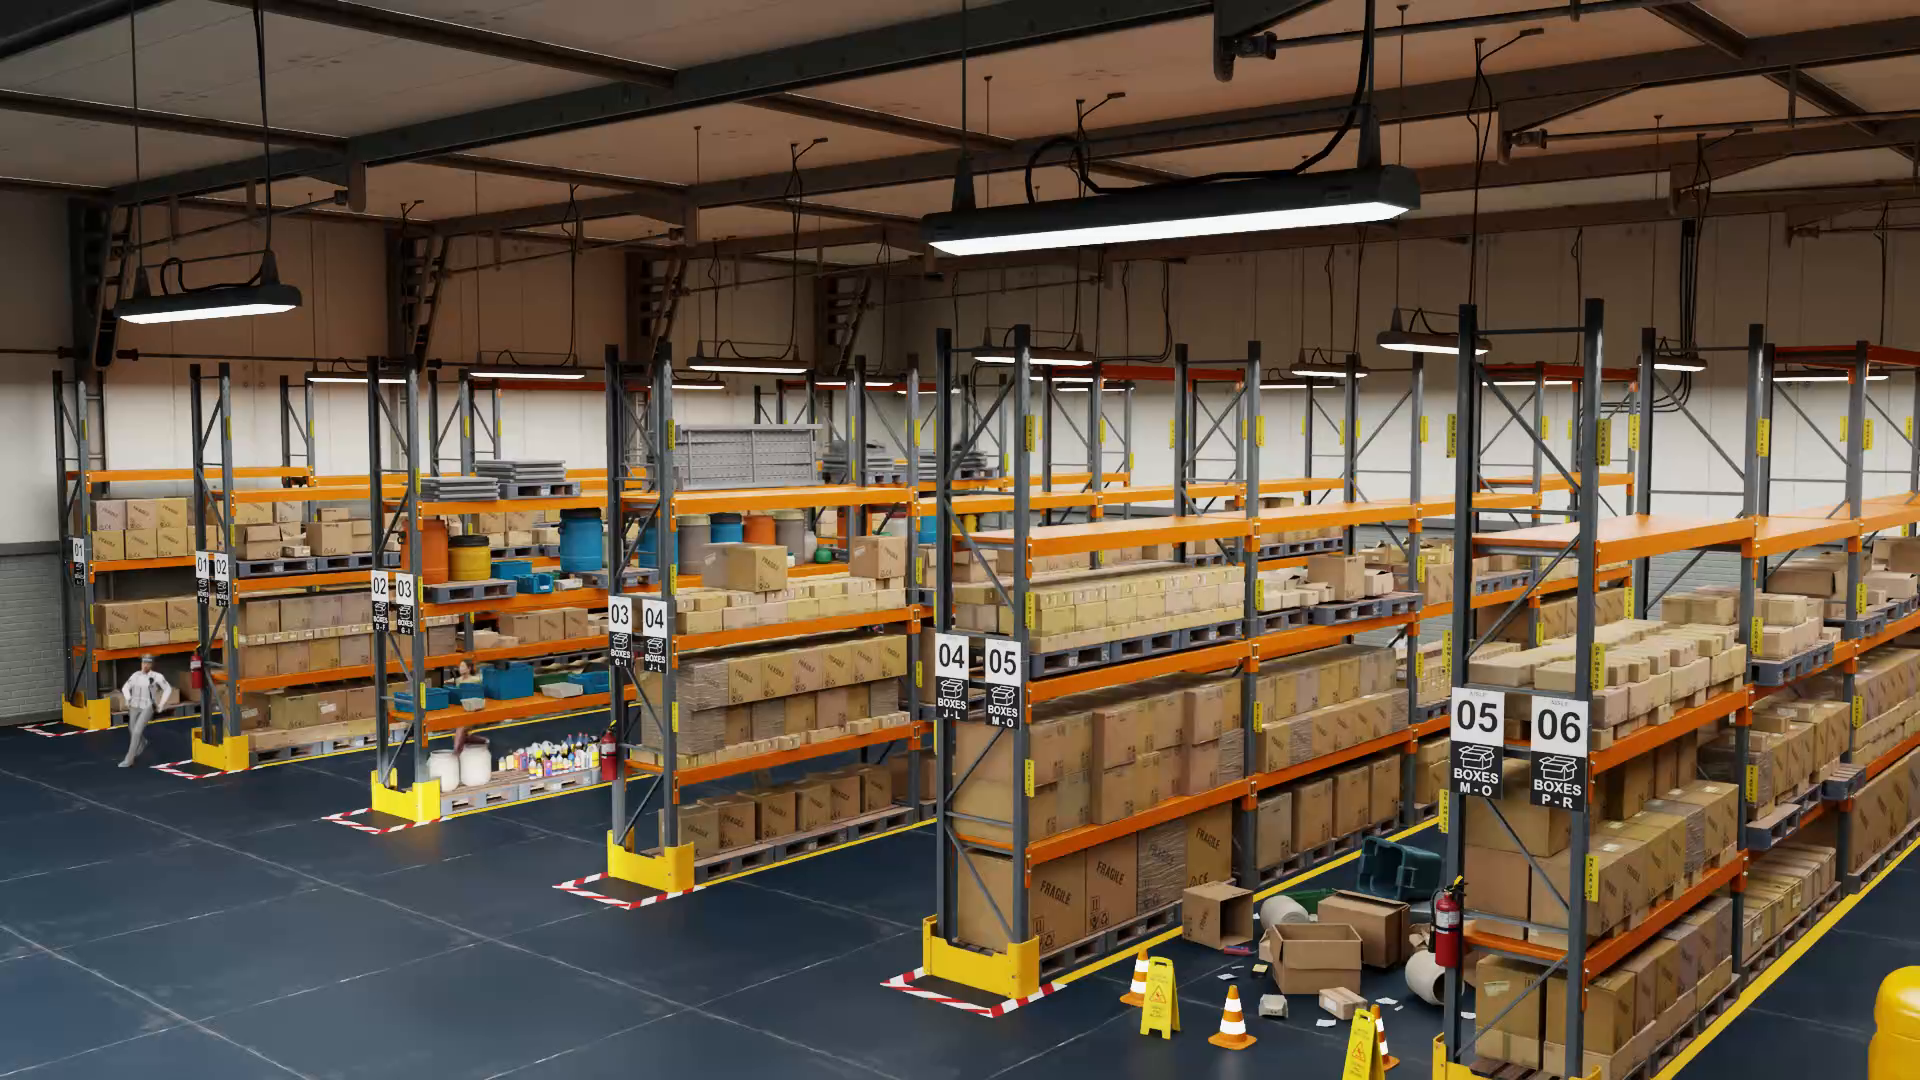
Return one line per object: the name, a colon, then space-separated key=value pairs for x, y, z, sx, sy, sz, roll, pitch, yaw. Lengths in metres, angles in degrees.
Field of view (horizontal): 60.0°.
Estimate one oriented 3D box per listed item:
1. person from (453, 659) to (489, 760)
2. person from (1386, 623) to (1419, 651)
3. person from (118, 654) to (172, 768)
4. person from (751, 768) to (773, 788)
person: x=-7.285 y=2.568 z=24.529 sx=0.592 sy=1.633 sz=0.970 roll=2 pitch=5 yaw=30
person: x=7.812 y=2.255 z=29.272 sx=0.667 sy=1.675 sz=0.615 roll=2 pitch=4 yaw=22
person: x=-12.250 y=2.526 z=24.978 sx=0.674 sy=1.653 sz=0.901 roll=0 pitch=4 yaw=0
person: x=-2.777 y=2.696 z=22.604 sx=0.638 sy=1.781 sz=0.767 roll=3 pitch=5 yaw=32
